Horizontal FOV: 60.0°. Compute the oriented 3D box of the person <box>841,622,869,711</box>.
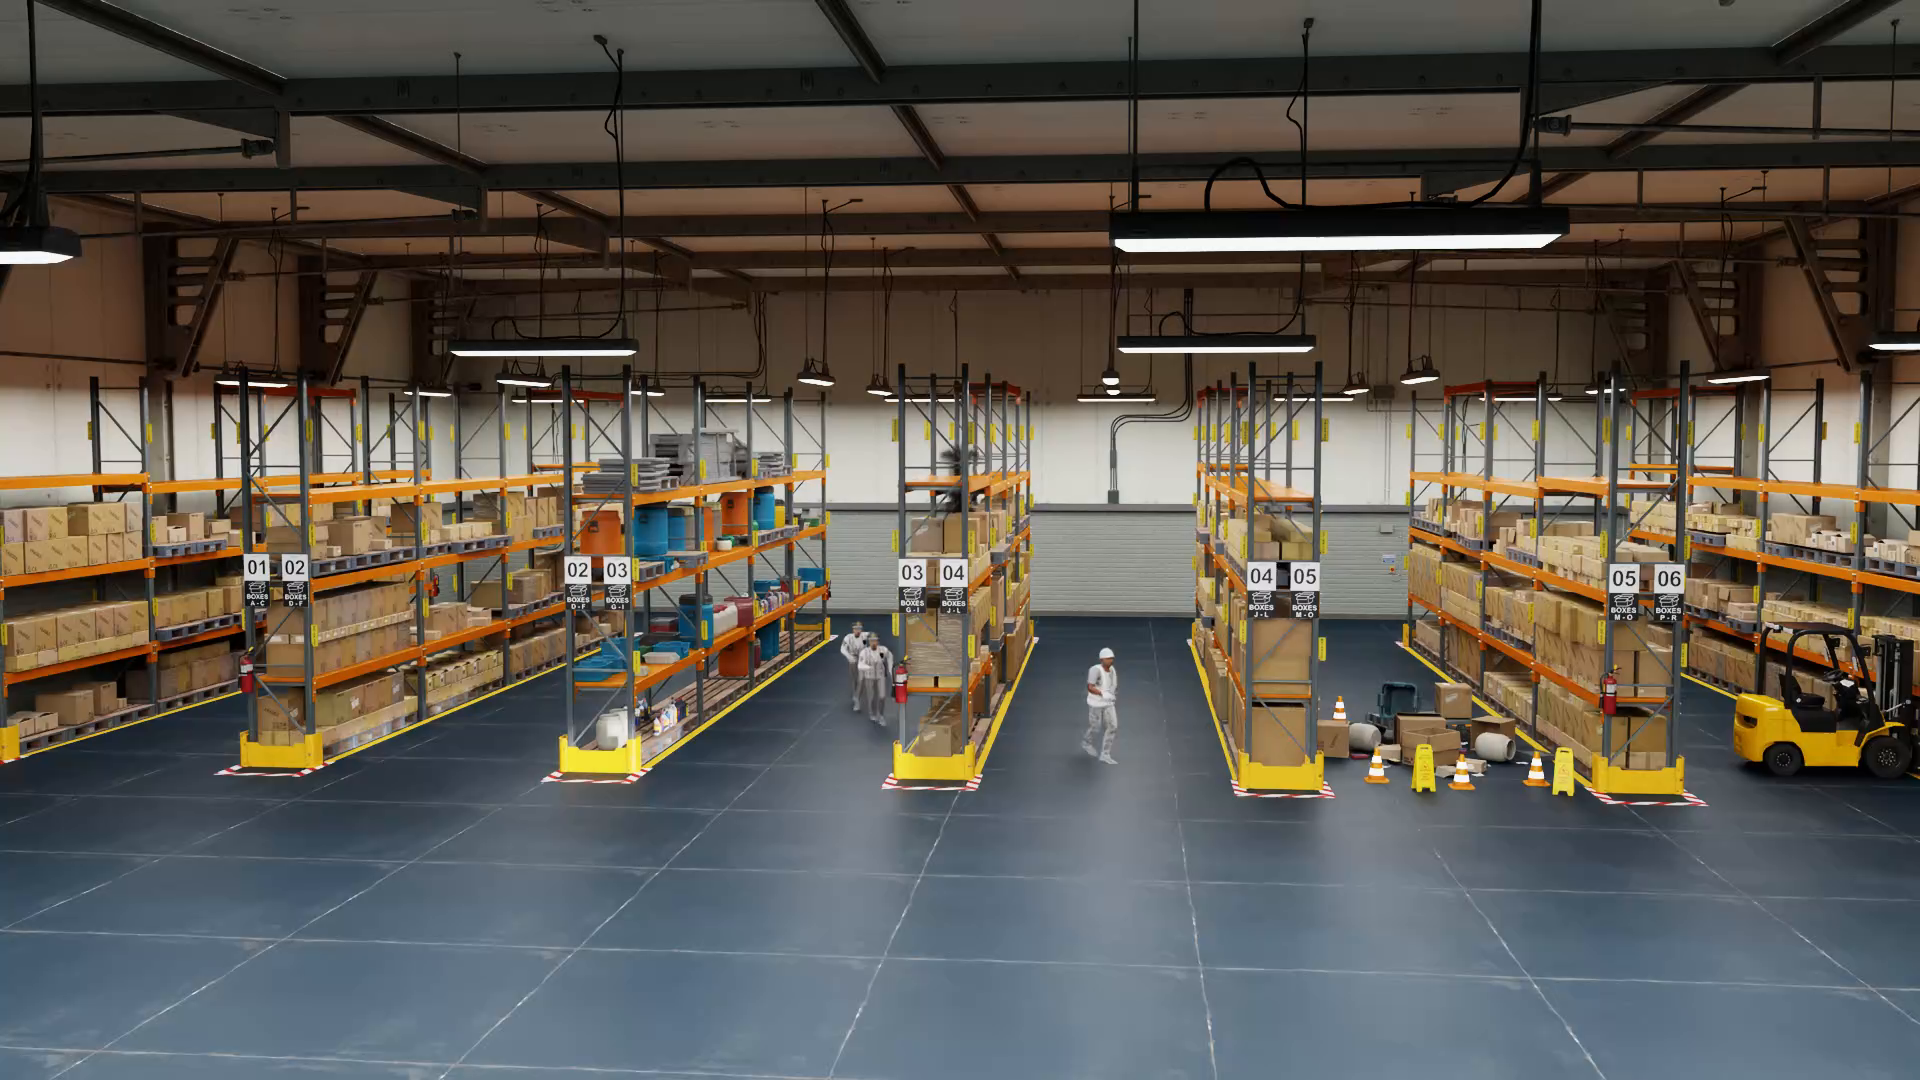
[{"bbox_3d":[-1.867,2.267,30.412,0.647,1.641,0.982,0,4,-6],"label":"person"}]

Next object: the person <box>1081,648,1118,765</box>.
[{"bbox_3d":[2.084,2.498,25.230,0.643,1.757,0.818,-3,5,-36],"label":"person"}]

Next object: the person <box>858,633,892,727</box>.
[{"bbox_3d":[-1.442,2.373,28.457,0.604,1.626,0.914,0,4,-3],"label":"person"}]
